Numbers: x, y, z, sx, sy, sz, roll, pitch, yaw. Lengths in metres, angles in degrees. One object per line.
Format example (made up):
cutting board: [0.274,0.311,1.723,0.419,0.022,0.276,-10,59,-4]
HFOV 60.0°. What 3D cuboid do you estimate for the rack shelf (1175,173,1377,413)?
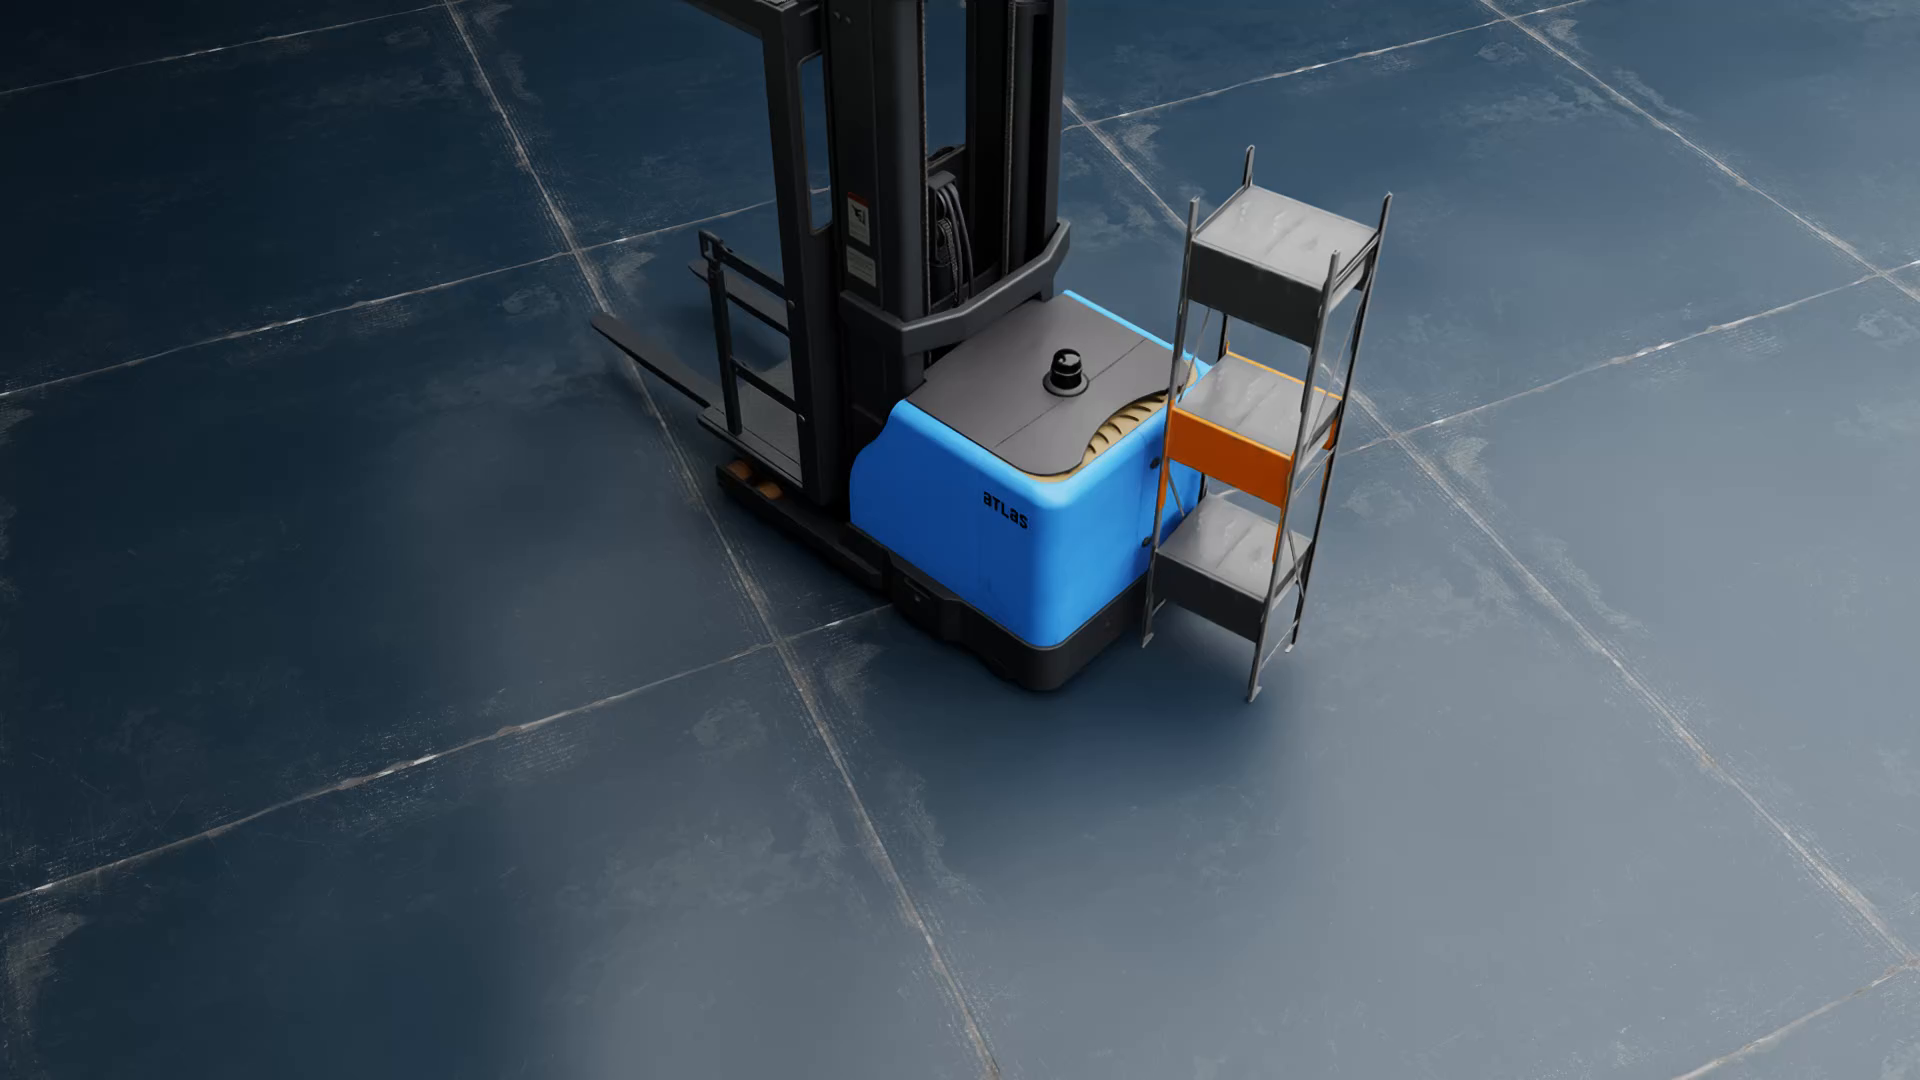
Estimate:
rack shelf: [1.042,-0.816,5.473,0.480,0.518,0.431,27,50,24]

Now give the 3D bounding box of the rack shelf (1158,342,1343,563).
rack shelf: [1.042,-0.317,5.965,0.480,0.518,0.431,27,50,24]

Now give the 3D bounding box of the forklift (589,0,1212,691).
forklift: [-0.424,-1.373,6.424,3.031,2.935,1.130,33,54,29]

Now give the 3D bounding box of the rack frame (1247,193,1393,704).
rack frame: [1.241,-0.228,5.855,0.015,2.100,0.400,27,50,24]

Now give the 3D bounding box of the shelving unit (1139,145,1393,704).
shelving unit: [1.042,-0.327,5.955,0.503,2.100,0.431,27,50,24]

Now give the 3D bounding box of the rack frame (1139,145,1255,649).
rack frame: [0.843,-0.426,6.056,0.015,2.100,0.400,27,50,24]

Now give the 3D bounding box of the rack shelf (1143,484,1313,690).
rack shelf: [1.042,0.181,6.457,0.480,0.518,0.431,27,50,24]
